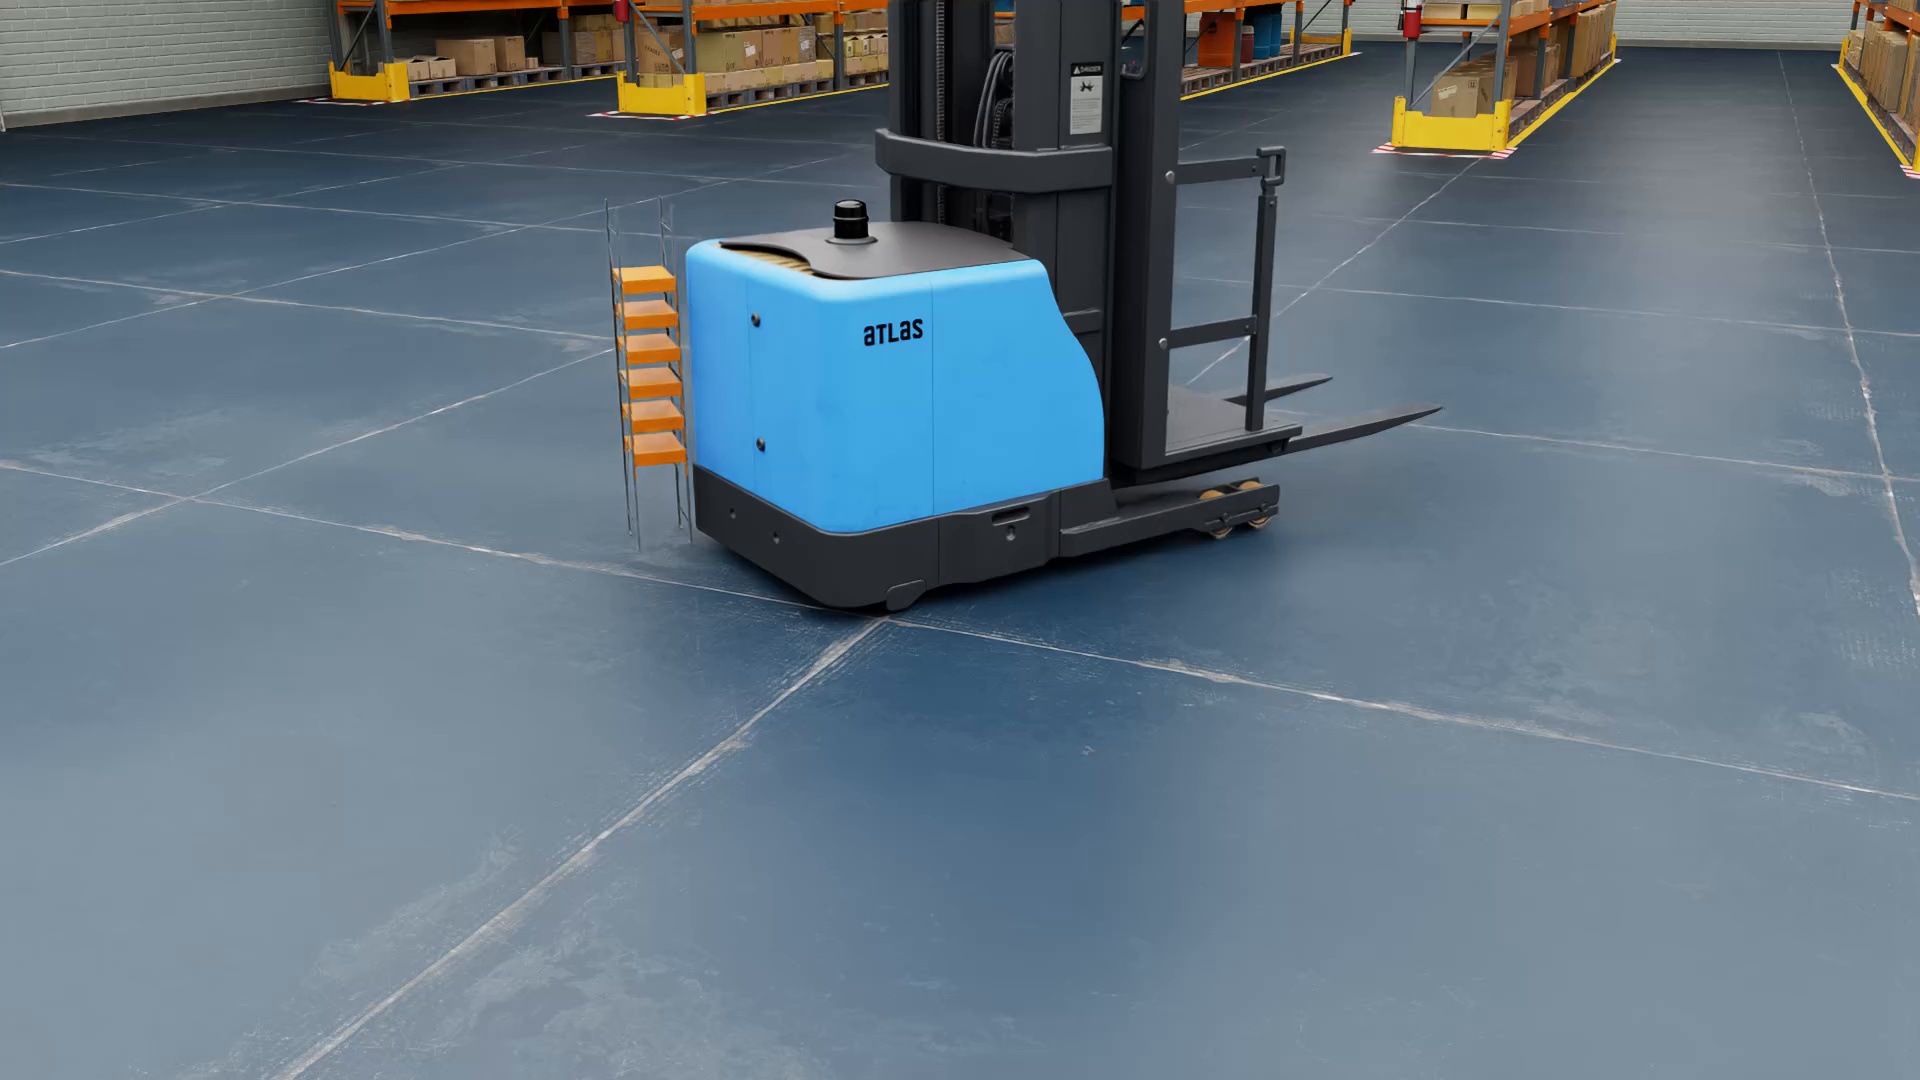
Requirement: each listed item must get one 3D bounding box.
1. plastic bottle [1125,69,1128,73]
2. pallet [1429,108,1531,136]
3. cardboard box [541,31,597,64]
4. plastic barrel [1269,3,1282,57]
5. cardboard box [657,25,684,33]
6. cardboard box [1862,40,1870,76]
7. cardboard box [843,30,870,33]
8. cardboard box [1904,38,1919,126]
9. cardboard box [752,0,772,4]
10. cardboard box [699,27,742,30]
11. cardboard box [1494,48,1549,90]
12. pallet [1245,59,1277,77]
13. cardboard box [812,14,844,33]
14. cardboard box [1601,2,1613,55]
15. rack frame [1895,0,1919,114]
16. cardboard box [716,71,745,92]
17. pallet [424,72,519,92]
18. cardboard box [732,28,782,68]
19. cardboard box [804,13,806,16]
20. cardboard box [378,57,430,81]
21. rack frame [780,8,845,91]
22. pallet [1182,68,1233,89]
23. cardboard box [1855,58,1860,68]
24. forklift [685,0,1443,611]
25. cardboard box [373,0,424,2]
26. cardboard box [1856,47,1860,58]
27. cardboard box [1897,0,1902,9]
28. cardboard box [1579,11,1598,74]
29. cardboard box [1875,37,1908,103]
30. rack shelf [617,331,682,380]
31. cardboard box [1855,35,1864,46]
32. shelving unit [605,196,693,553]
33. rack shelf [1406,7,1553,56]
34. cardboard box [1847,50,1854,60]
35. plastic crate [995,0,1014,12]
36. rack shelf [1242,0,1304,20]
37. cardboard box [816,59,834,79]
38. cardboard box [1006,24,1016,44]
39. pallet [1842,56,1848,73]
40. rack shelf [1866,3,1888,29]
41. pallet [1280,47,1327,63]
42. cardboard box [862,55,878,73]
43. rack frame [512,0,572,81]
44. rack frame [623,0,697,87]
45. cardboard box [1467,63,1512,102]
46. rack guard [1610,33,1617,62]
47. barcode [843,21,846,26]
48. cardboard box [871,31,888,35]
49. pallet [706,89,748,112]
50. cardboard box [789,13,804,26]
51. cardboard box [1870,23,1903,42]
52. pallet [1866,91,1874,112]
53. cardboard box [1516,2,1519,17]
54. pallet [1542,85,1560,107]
[{"bbox_3d":[2.206,-6.076,21.975,0.061,0.283,0.133,10,22,26],"label":"plastic bottle"},{"bbox_3d":[6.092,-4.921,19.492,1.003,0.211,1.213,9,21,23],"label":"pallet"},{"bbox_3d":[-6.438,-8.115,27.386,0.700,0.500,0.500,9,22,25],"label":"cardboard box"},{"bbox_3d":[5.352,-8.990,29.276,0.600,0.901,0.708,9,21,23],"label":"plastic barrel"},{"bbox_3d":[-5.334,-8.884,29.546,0.700,0.500,0.500,9,21,23],"label":"cardboard box"},{"bbox_3d":[13.833,-7.222,24.905,0.500,0.500,0.500,10,22,25],"label":"cardboard box"},{"bbox_3d":[-1.676,-7.975,26.557,0.500,0.311,0.500,8,21,22],"label":"cardboard box"},{"bbox_3d":[10.629,-4.846,17.663,0.875,0.875,0.875,9,21,23],"label":"cardboard box"},{"bbox_3d":[-3.007,-7.619,22.767,0.700,0.500,0.500,9,22,24],"label":"cardboard box"},{"bbox_3d":[-3.291,-6.878,23.190,0.500,0.500,0.500,9,21,23],"label":"cardboard box"},{"bbox_3d":[7.545,-6.348,22.417,0.700,0.500,0.500,7,21,18],"label":"cardboard box"},{"bbox_3d":[4.738,-8.027,28.223,1.003,0.211,1.213,9,21,23],"label":"pallet"},{"bbox_3d":[-2.840,-10.692,34.660,0.700,0.500,0.500,8,21,22],"label":"cardboard box"},{"bbox_3d":[11.185,-9.200,29.906,0.875,0.875,0.875,9,21,23],"label":"cardboard box"},{"bbox_3d":[11.316,-6.108,18.668,1.000,3.000,0.127,9,21,23],"label":"rack frame"},{"bbox_3d":[-3.217,-6.146,22.252,0.500,0.250,0.500,9,21,23],"label":"cardboard box"},{"bbox_3d":[-7.465,-6.960,25.225,1.003,0.211,1.213,9,21,23],"label":"pallet"},{"bbox_3d":[-2.802,-6.805,22.983,0.500,0.500,0.500,9,21,23],"label":"cardboard box"},{"bbox_3d":[-3.289,-10.827,34.073,0.380,0.149,0.250,8,21,22],"label":"cardboard box"},{"bbox_3d":[-7.997,-6.775,23.900,0.500,0.311,0.500,6,20,17],"label":"cardboard box"},{"bbox_3d":[-2.203,-8.180,24.494,1.000,3.000,0.127,9,21,23],"label":"rack frame"},{"bbox_3d":[3.599,-7.177,25.834,1.003,0.211,1.213,9,21,23],"label":"pallet"},{"bbox_3d":[14.442,-7.575,26.420,0.380,0.149,0.250,9,21,23],"label":"cardboard box"},{"bbox_3d":[0.562,-1.523,5.877,3.031,2.935,1.130,-13,23,-33],"label":"forklift"},{"bbox_3d":[-7.873,-7.680,23.282,0.500,0.250,0.500,8,21,21],"label":"cardboard box"},{"bbox_3d":[14.531,-7.773,26.533,0.380,0.149,0.250,7,21,20],"label":"cardboard box"},{"bbox_3d":[11.906,-6.816,20.509,0.500,0.500,0.500,8,21,22],"label":"cardboard box"},{"bbox_3d":[9.144,-7.719,25.741,1.225,0.875,0.875,9,21,23],"label":"cardboard box"},{"bbox_3d":[11.887,-5.743,20.370,1.050,0.750,0.750,9,21,23],"label":"cardboard box"},{"bbox_3d":[-1.078,-0.639,5.748,0.180,0.103,0.258,-7,21,-18],"label":"rack shelf"},{"bbox_3d":[14.868,-8.158,27.171,0.380,0.149,0.250,7,21,20],"label":"cardboard box"},{"bbox_3d":[-1.078,-0.568,5.773,0.189,1.200,0.258,-7,21,-18],"label":"shelving unit"},{"bbox_3d":[6.014,-5.869,19.070,1.077,0.370,4.000,9,21,23],"label":"rack shelf"},{"bbox_3d":[15.391,-8.284,28.413,0.380,0.149,0.250,9,21,23],"label":"cardboard box"},{"bbox_3d":[0.608,-6.401,19.712,0.499,0.251,0.616,9,21,23],"label":"plastic crate"},{"bbox_3d":[4.771,-8.995,27.857,1.077,0.370,4.000,9,21,23],"label":"rack shelf"},{"bbox_3d":[-2.194,-6.911,24.401,0.500,0.250,0.500,9,21,23],"label":"cardboard box"},{"bbox_3d":[0.716,-9.162,30.328,0.500,0.500,0.500,9,21,23],"label":"cardboard box"},{"bbox_3d":[15.834,-8.196,28.700,1.003,0.211,1.213,9,21,23],"label":"pallet"},{"bbox_3d":[13.773,-7.603,23.946,1.077,0.370,4.000,9,21,23],"label":"rack shelf"},{"bbox_3d":[6.354,-9.235,31.623,1.003,0.211,1.213,9,21,23],"label":"pallet"},{"bbox_3d":[-1.602,-7.328,25.574,0.500,0.250,0.500,9,22,24],"label":"cardboard box"},{"bbox_3d":[-6.724,-8.859,26.402,1.000,3.000,0.127,9,21,23],"label":"rack frame"},{"bbox_3d":[-3.841,-6.957,21.055,1.000,3.000,0.127,9,21,23],"label":"rack frame"},{"bbox_3d":[6.222,-5.346,19.629,0.500,0.500,0.500,7,21,18],"label":"cardboard box"},{"bbox_3d":[11.756,-9.318,31.423,1.175,0.500,0.348,9,21,23],"label":"rack guard"},{"bbox_3d":[-1.719,-7.683,24.737,0.001,0.075,0.075,9,21,23],"label":"barcode"},{"bbox_3d":[-1.179,-7.909,26.371,0.500,0.311,0.500,9,22,24],"label":"cardboard box"},{"bbox_3d":[-3.566,-5.883,22.196,1.003,0.211,1.213,9,21,23],"label":"pallet"},{"bbox_3d":[-3.596,-10.273,32.959,0.750,0.750,0.750,9,21,23],"label":"cardboard box"},{"bbox_3d":[13.620,-7.419,24.339,0.500,0.250,0.500,9,22,25],"label":"cardboard box"},{"bbox_3d":[12.563,-5.787,21.925,1.003,0.211,1.213,9,21,23],"label":"pallet"},{"bbox_3d":[5.848,-5.760,18.065,0.380,0.149,0.250,9,21,23],"label":"cardboard box"},{"bbox_3d":[7.648,-6.118,22.858,1.003,0.211,1.213,9,21,23],"label":"pallet"}]
